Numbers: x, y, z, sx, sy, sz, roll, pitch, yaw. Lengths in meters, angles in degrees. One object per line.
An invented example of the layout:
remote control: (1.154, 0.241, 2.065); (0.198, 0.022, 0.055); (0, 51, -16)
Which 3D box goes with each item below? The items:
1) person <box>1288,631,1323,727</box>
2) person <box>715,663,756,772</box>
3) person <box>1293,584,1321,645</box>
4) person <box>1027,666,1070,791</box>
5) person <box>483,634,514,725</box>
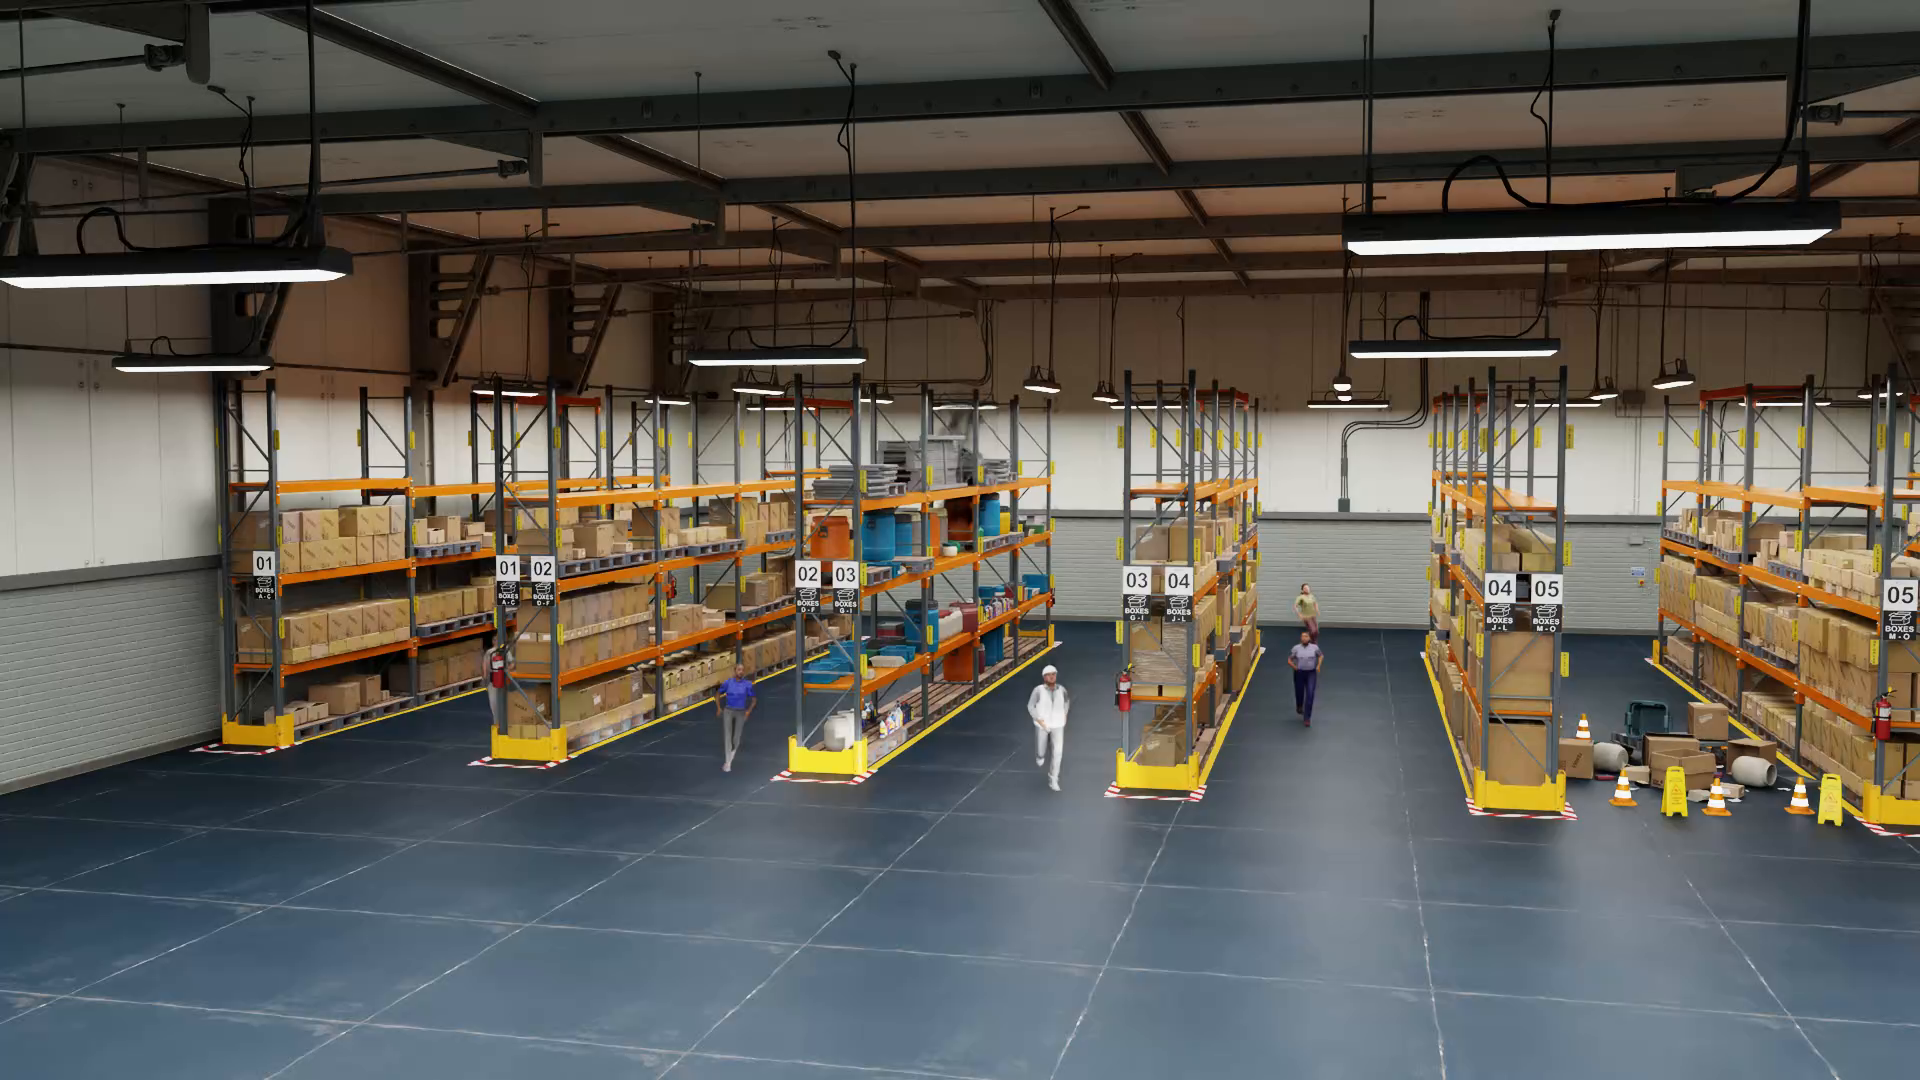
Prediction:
person: (6.116, 2.430, 29.458); (0.619, 1.651, 0.899); (1, 3, 11)
person: (-3.424, 2.684, 25.412); (0.625, 1.623, 0.613); (0, 3, -5)
person: (8.253, 1.846, 39.295); (0.637, 1.625, 0.505); (-2, 4, -26)
person: (1.298, 2.703, 24.209); (0.643, 1.759, 0.997); (0, 3, -3)
person: (-8.032, 2.447, 28.935); (0.574, 1.651, 0.688); (0, 3, 3)
